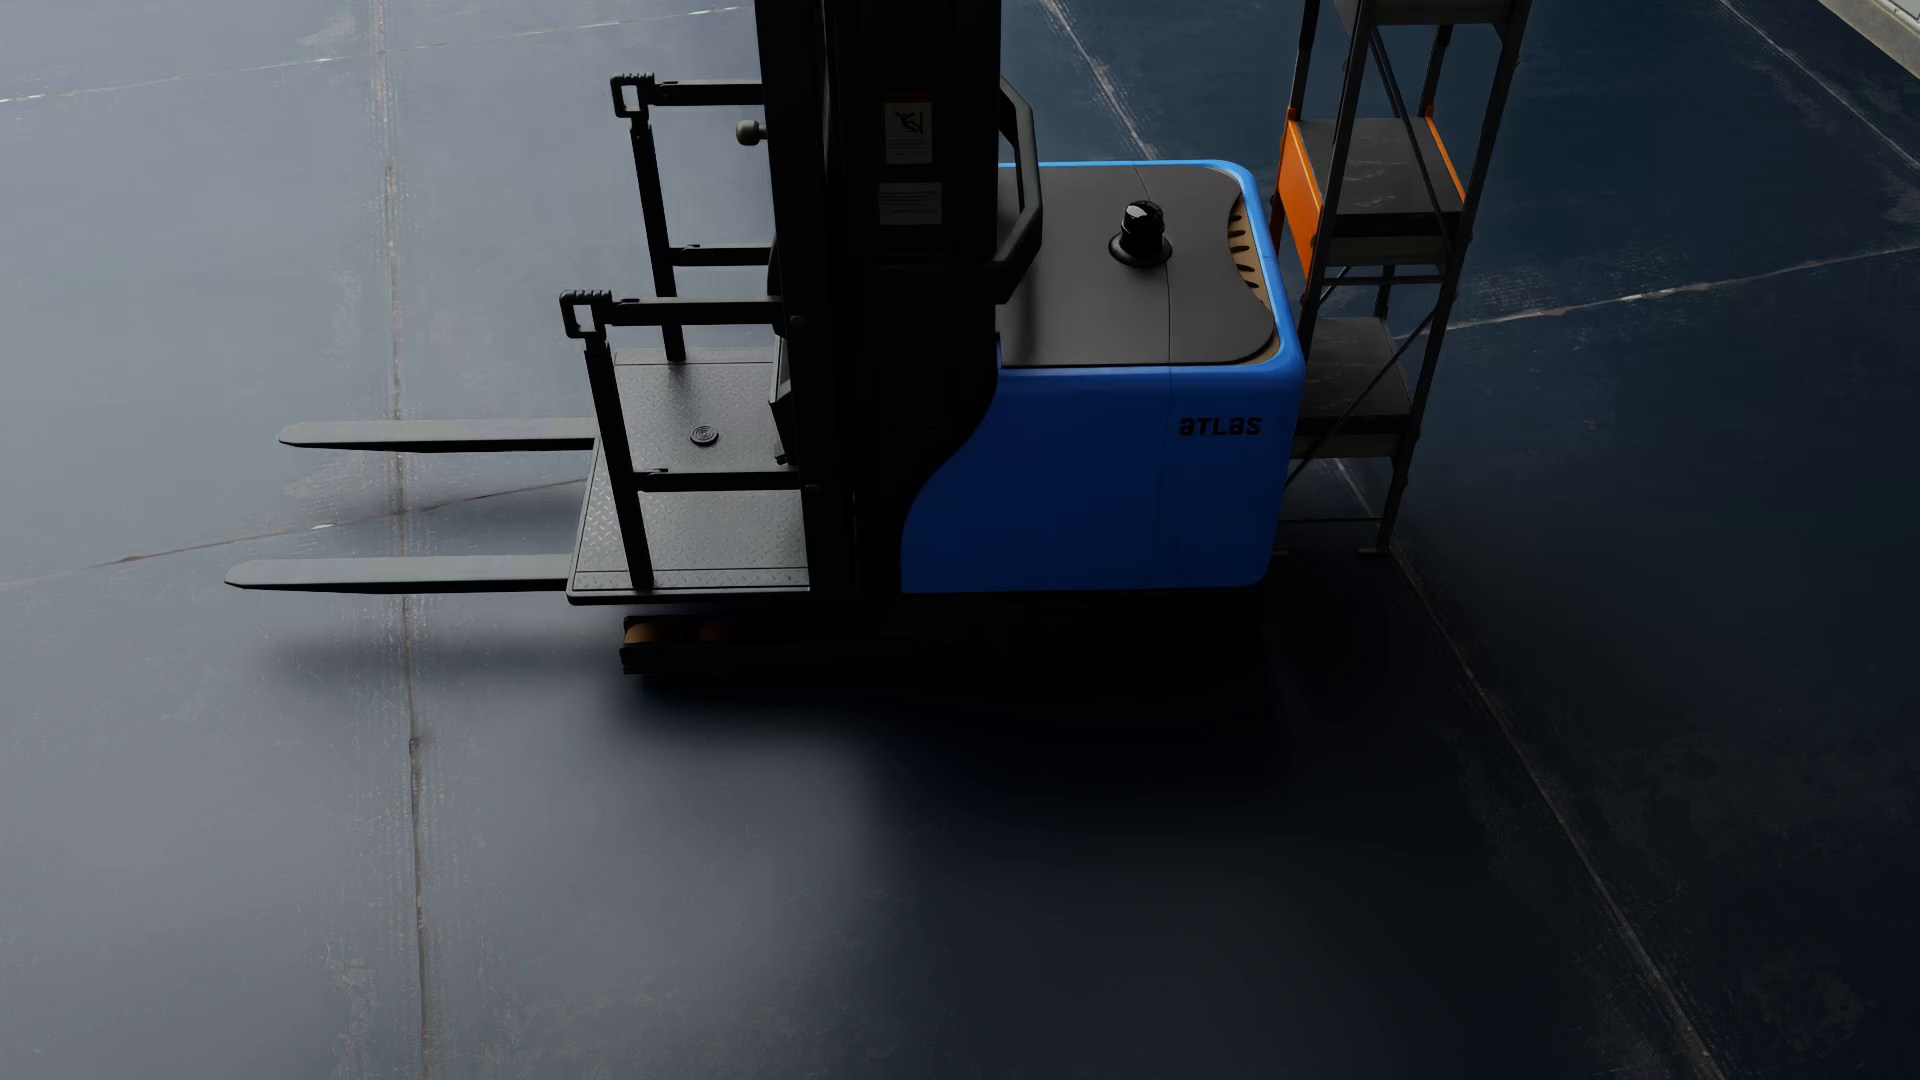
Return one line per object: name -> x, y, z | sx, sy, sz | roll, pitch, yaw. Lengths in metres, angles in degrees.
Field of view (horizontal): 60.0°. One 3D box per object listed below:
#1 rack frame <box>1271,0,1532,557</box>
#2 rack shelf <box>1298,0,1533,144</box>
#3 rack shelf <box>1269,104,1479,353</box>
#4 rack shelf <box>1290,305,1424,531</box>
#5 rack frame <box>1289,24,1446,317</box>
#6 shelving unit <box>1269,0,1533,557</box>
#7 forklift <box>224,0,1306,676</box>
rack frame -> 1.135, -0.691, 4.457 | 0.400, 2.100, 0.015 | -2, 46, -2
rack shelf -> 1.125, -1.346, 4.138 | 0.431, 0.518, 0.480 | -2, 46, -2
rack shelf -> 1.125, -0.856, 4.637 | 0.431, 0.518, 0.480 | -2, 46, -2
rack shelf -> 1.125, -0.366, 5.137 | 0.431, 0.518, 0.480 | -2, 46, -2
rack frame -> 1.115, -1.039, 4.798 | 0.400, 2.100, 0.015 | -2, 46, -2
shelving unit -> 1.125, -0.865, 4.628 | 0.431, 2.100, 0.503 | -2, 46, -2
forklift -> -0.630, -1.014, 4.192 | 3.031, 2.935, 1.130 | -1, 46, -1
